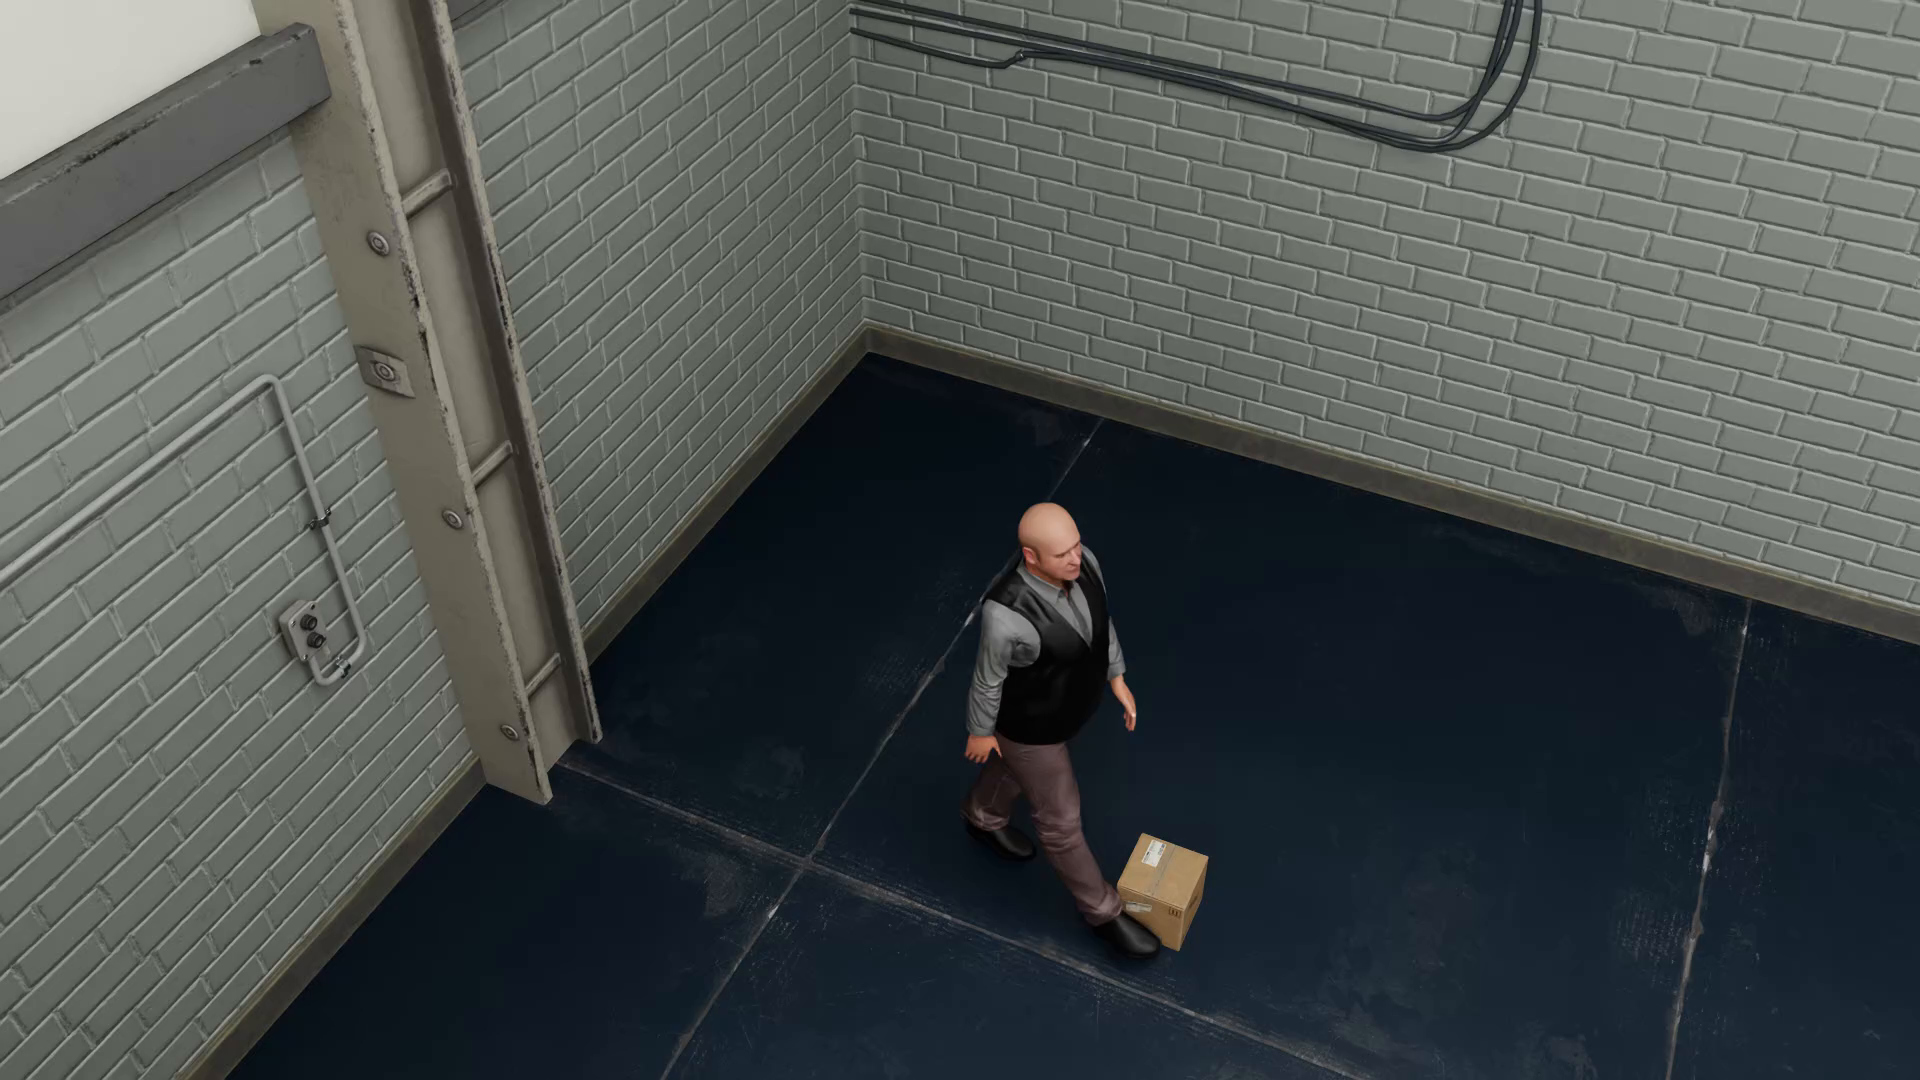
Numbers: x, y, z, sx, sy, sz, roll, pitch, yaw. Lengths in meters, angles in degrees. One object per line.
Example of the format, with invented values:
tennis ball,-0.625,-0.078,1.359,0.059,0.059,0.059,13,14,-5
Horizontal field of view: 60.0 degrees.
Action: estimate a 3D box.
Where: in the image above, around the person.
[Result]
person,0.394,0.593,5.491,0.920,1.690,0.549,23,46,23
